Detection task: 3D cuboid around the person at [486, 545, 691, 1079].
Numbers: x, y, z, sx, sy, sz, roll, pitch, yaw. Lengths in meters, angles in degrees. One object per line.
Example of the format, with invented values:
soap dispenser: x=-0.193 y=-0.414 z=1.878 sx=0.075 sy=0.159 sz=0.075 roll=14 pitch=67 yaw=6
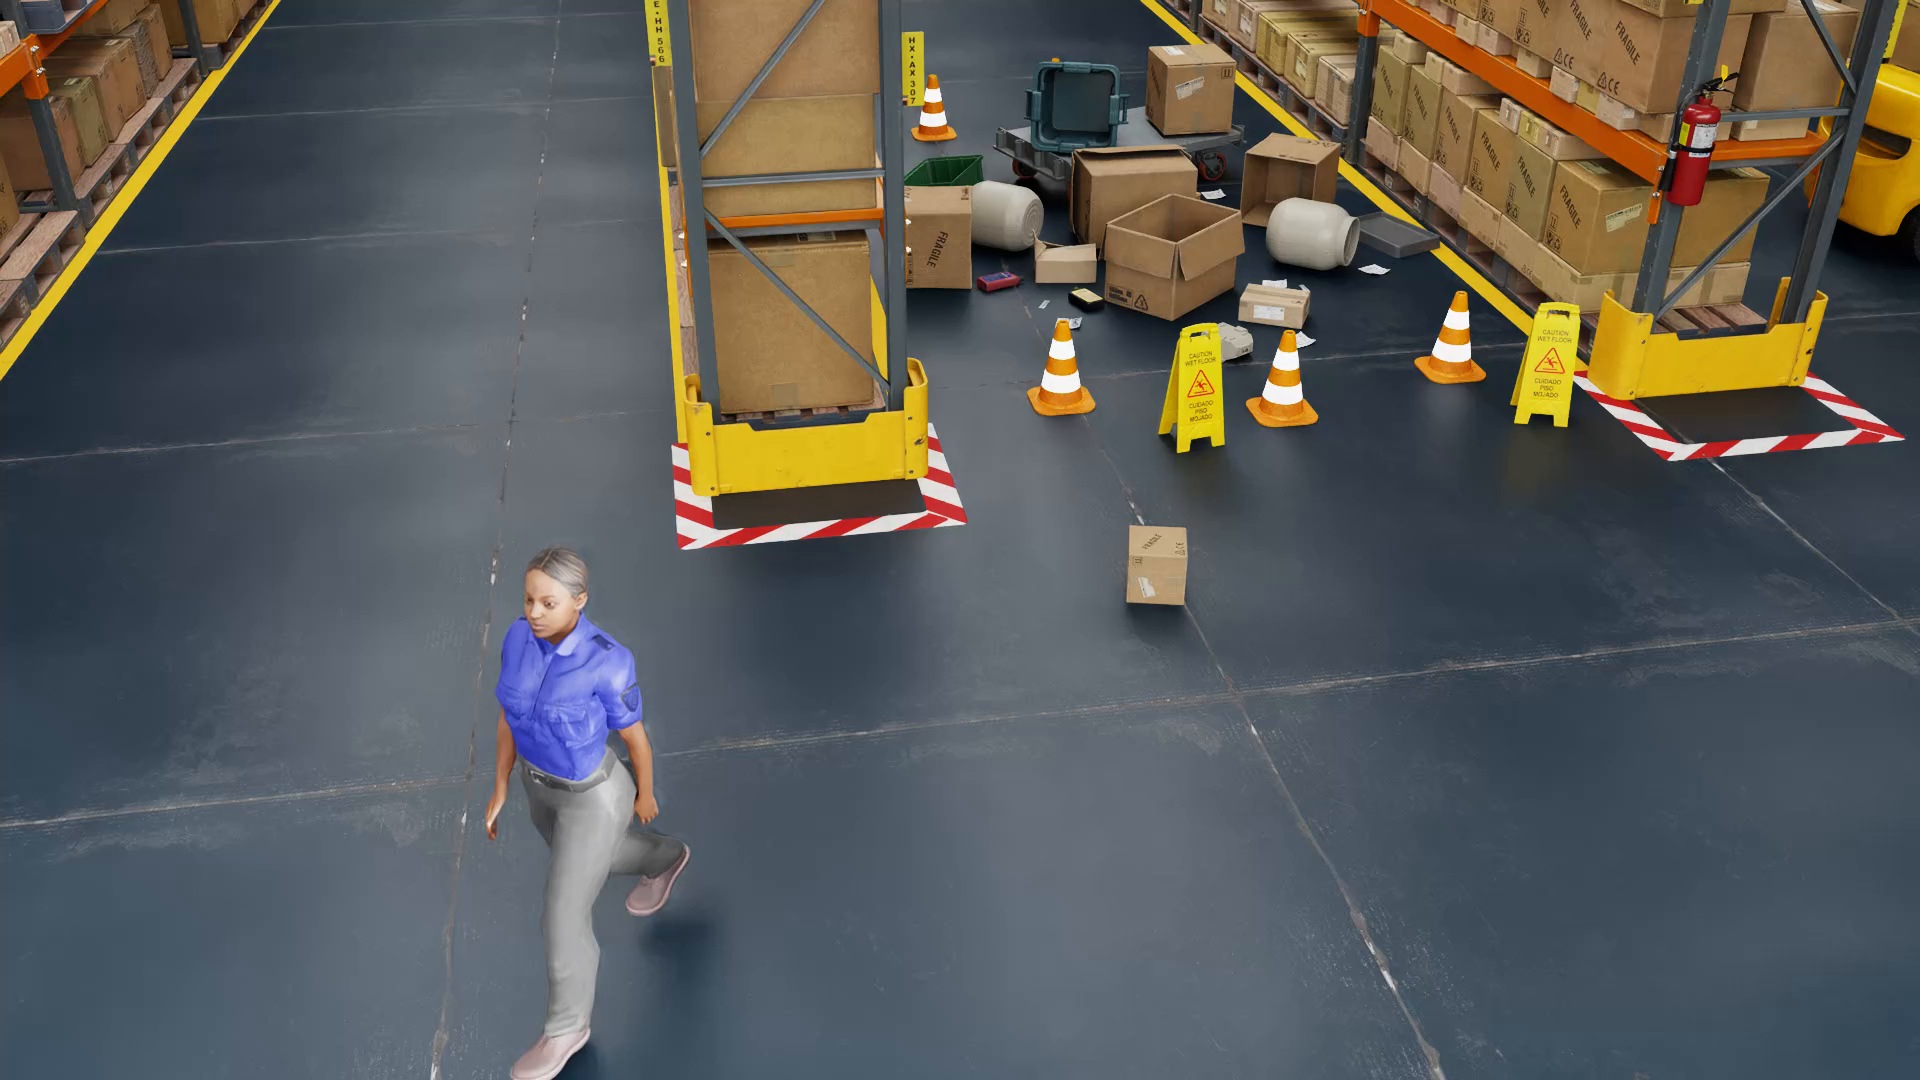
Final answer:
person: x=-1.128 y=0.719 z=4.922 sx=0.441 sy=1.603 sz=0.968 roll=19 pitch=36 yaw=28
